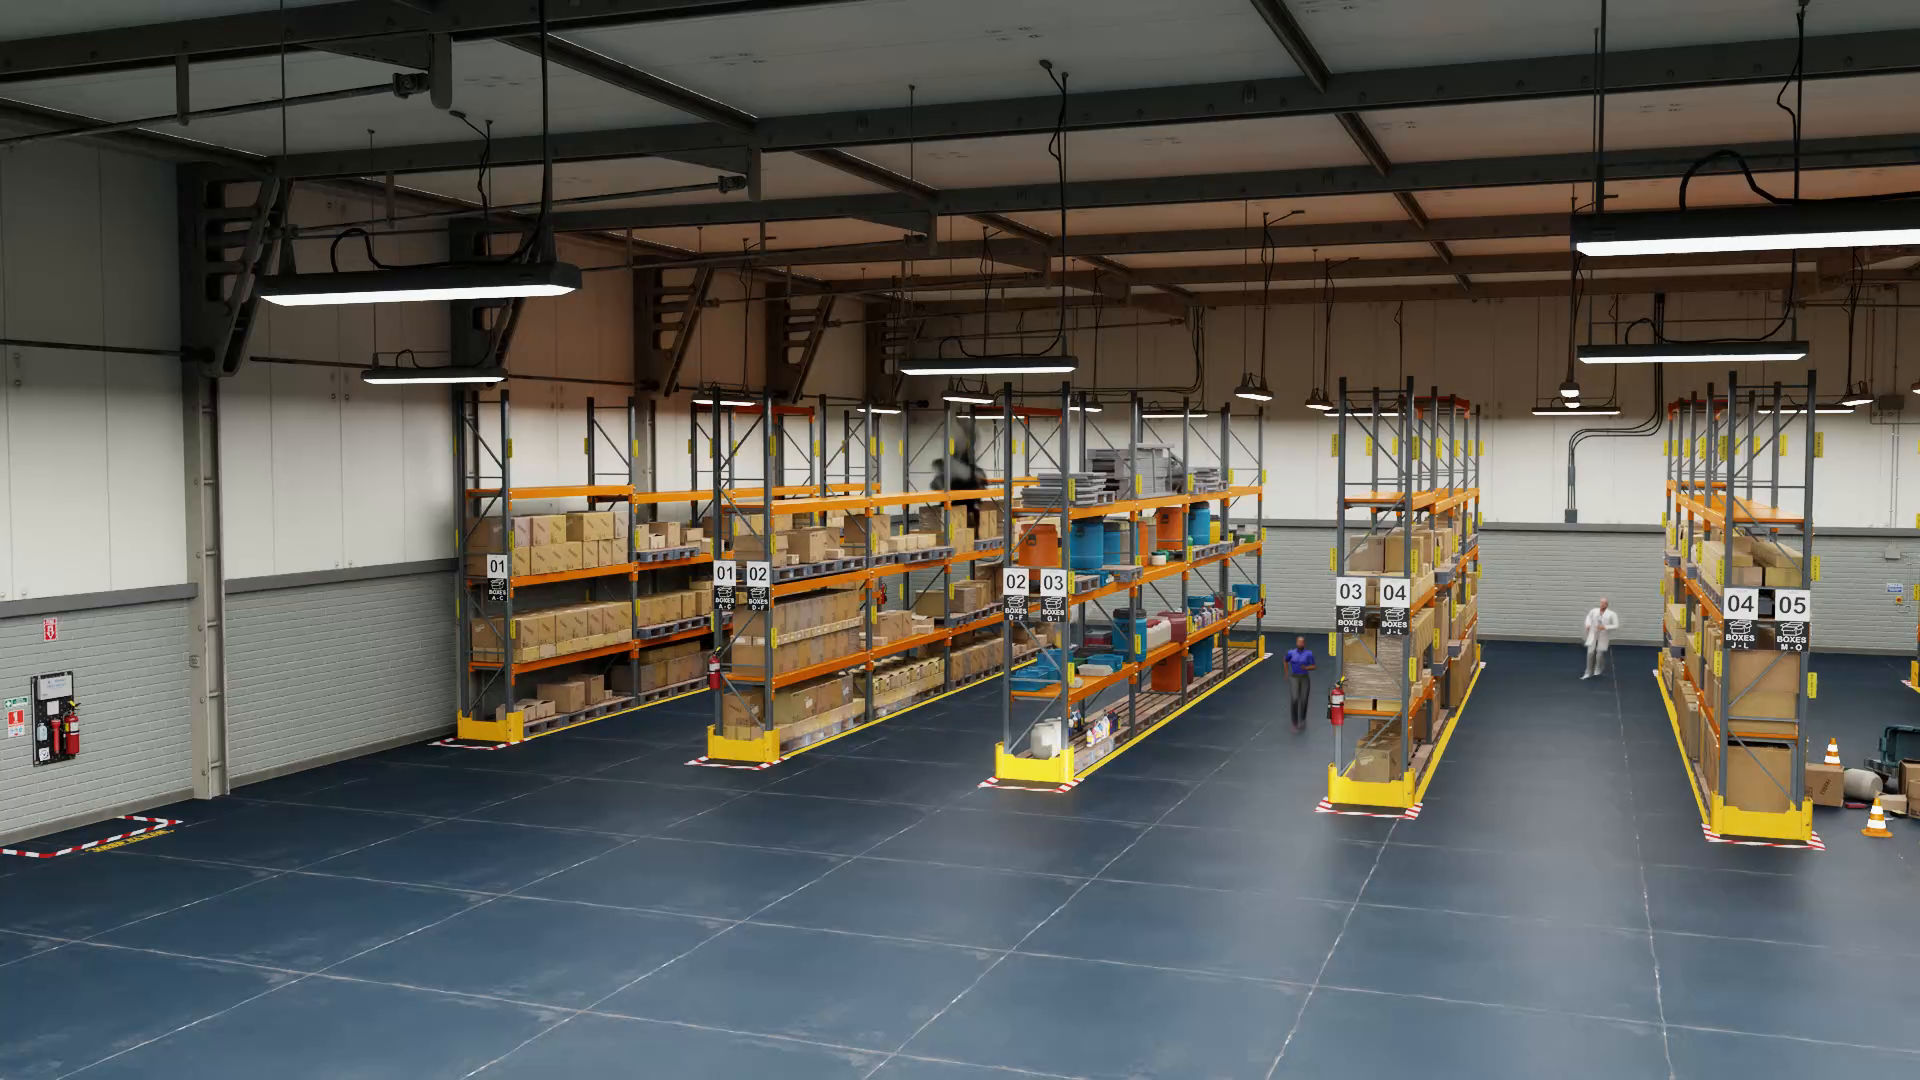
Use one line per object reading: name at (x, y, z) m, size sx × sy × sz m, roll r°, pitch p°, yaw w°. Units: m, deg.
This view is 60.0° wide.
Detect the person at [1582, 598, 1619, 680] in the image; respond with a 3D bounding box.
person at (13.937, 2.143, 36.122) m, size 0.744 × 1.765 × 0.993 m, roll 3°, pitch 4°, yaw 40°

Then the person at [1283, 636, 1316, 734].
person at (6.022, 2.551, 29.482) m, size 0.547 × 1.718 × 0.777 m, roll 0°, pitch 3°, yaw 7°

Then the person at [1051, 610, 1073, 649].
person at (2.144, 1.982, 35.166) m, size 0.509 × 1.609 × 0.629 m, roll 0°, pitch 3°, yaw 5°
